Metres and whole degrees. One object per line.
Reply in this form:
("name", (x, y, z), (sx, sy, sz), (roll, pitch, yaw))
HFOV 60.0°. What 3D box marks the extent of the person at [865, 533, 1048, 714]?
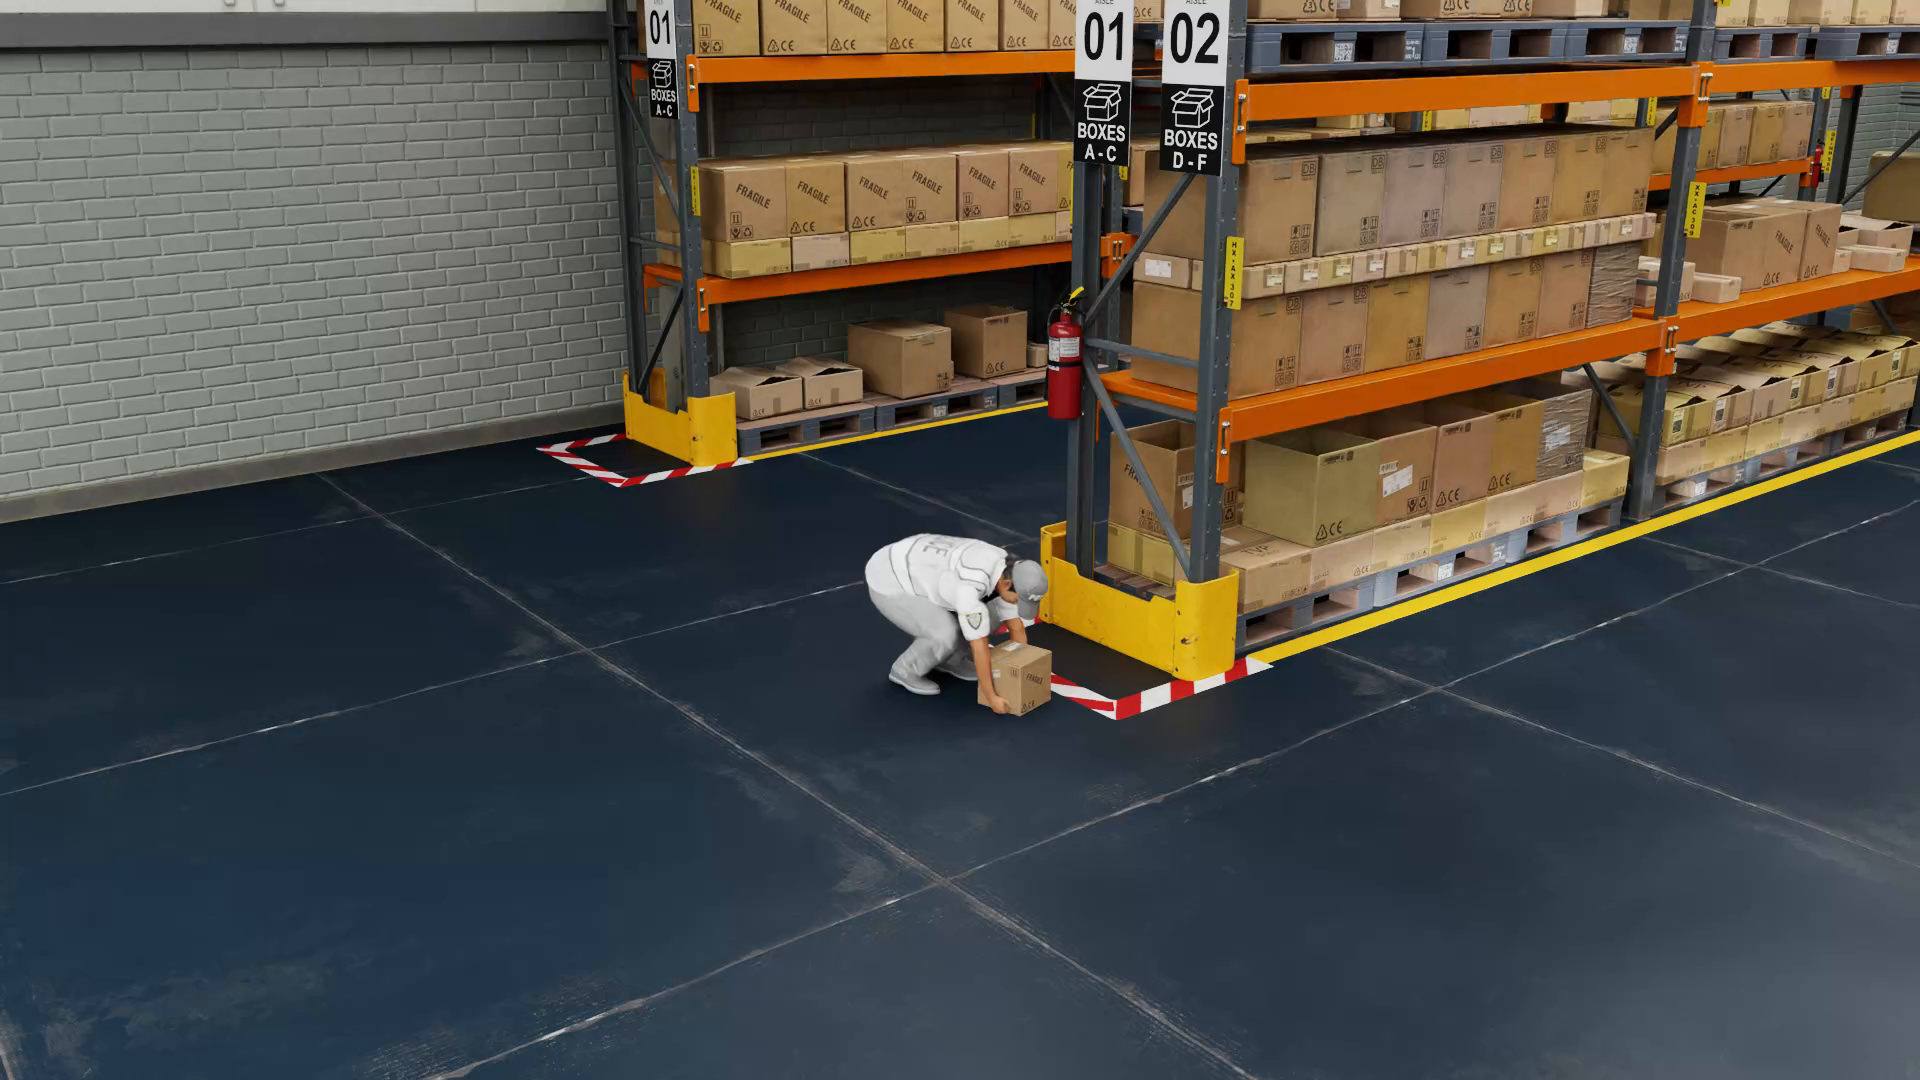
("person", (-0.007, 0.367, 7.949), (0.934, 0.753, 0.496), (13, 22, 35))
